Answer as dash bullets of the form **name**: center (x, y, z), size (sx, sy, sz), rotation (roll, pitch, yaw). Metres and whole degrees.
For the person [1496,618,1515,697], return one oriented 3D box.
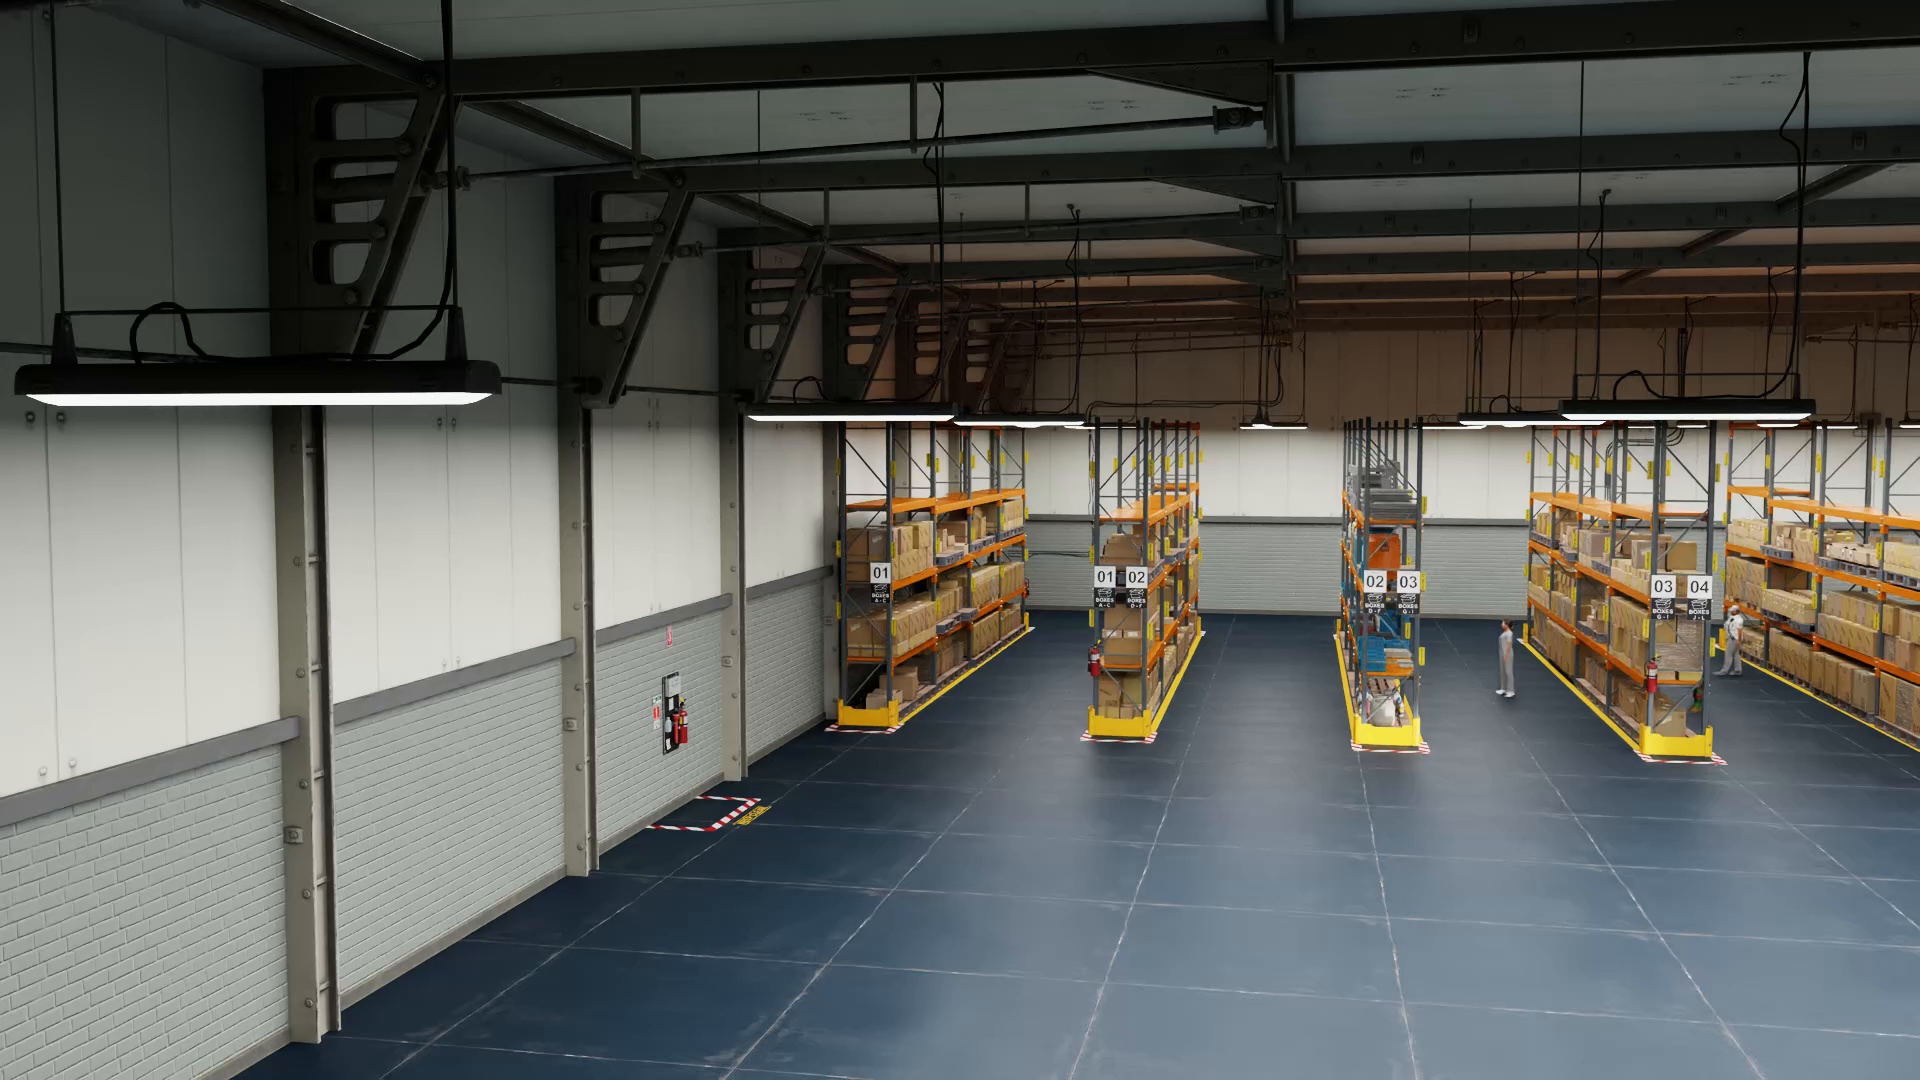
- **person**: center (11.895, 2.552, 36.182), size (0.354, 1.705, 0.493), rotation (-1, 4, -11)

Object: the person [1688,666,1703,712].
- **person**: center (15.062, 2.615, 34.126), size (0.600, 1.791, 0.543), rotation (-1, 4, -20)

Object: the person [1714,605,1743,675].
- **person**: center (18.107, 2.352, 39.159), size (0.611, 1.657, 0.485), rotation (1, 4, 21)
